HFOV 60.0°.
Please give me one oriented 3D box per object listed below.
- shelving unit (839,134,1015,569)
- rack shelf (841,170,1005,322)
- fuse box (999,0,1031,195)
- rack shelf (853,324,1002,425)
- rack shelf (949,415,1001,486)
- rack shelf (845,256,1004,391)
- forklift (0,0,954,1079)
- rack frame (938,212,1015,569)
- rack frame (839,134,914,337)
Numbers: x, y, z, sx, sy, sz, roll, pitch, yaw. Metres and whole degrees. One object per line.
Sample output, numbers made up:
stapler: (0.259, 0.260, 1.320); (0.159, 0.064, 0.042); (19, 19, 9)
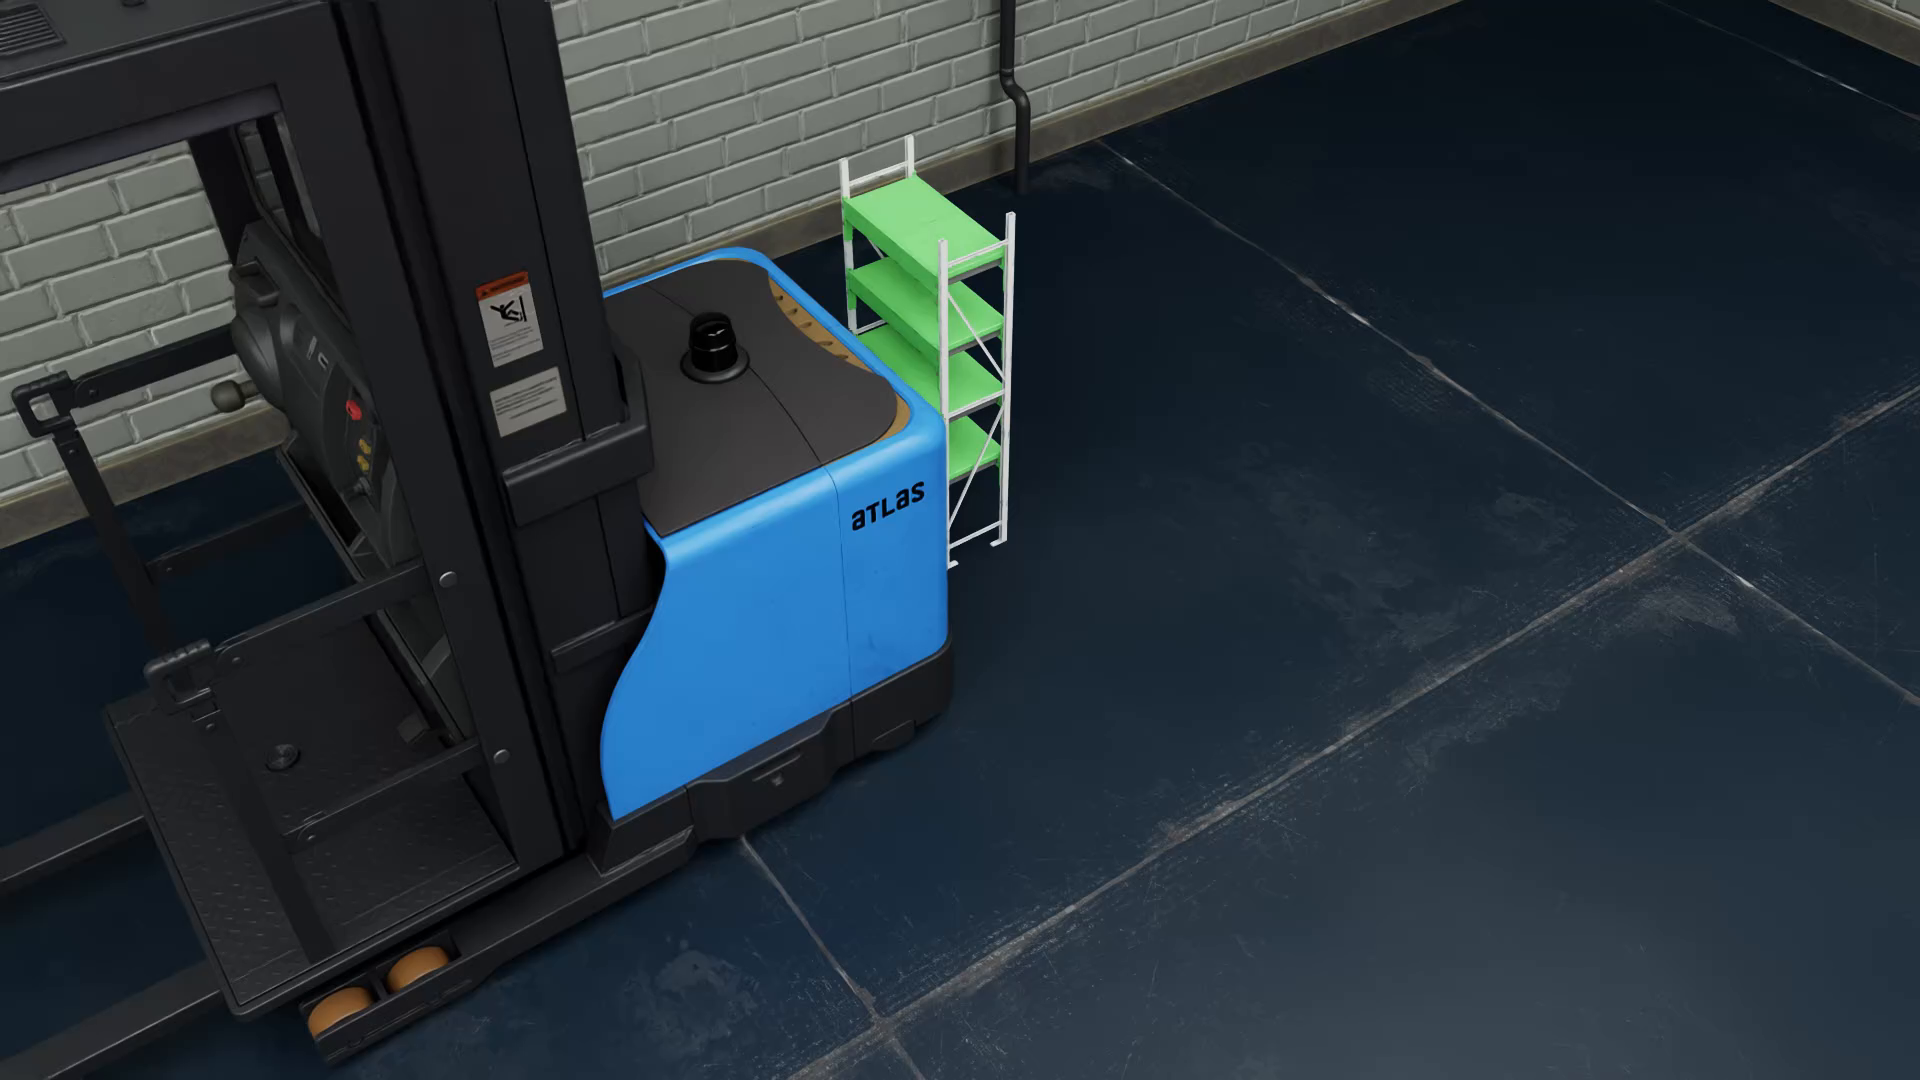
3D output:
shelving unit: (-0.095, -0.528, 4.934); (0.258, 1.200, 0.503); (-26, 49, -24)
rack shelf: (-0.095, -0.829, 4.647); (0.258, 0.148, 0.480); (-26, 49, -24)
fuse box: (0.285, -2.027, 6.134); (0.539, 1.711, 0.414); (-26, 49, -24)
rack shelf: (-0.095, -0.482, 4.978); (0.258, 0.148, 0.480); (-26, 49, -24)
rack shelf: (-0.095, -0.308, 5.144); (0.258, 0.148, 0.480); (-26, 49, -24)
rack shelf: (-0.095, -0.655, 4.812); (0.258, 0.148, 0.480); (-26, 49, -24)
forklift: (-1.514, -0.251, 3.390); (3.031, 2.935, 1.130); (-26, 50, -25)
rack frame: (0.045, -0.390, 4.789); (0.240, 1.200, 0.015); (-26, 49, -24)
rack frame: (-0.234, -0.666, 5.079); (0.240, 1.200, 0.015); (-26, 49, -24)
